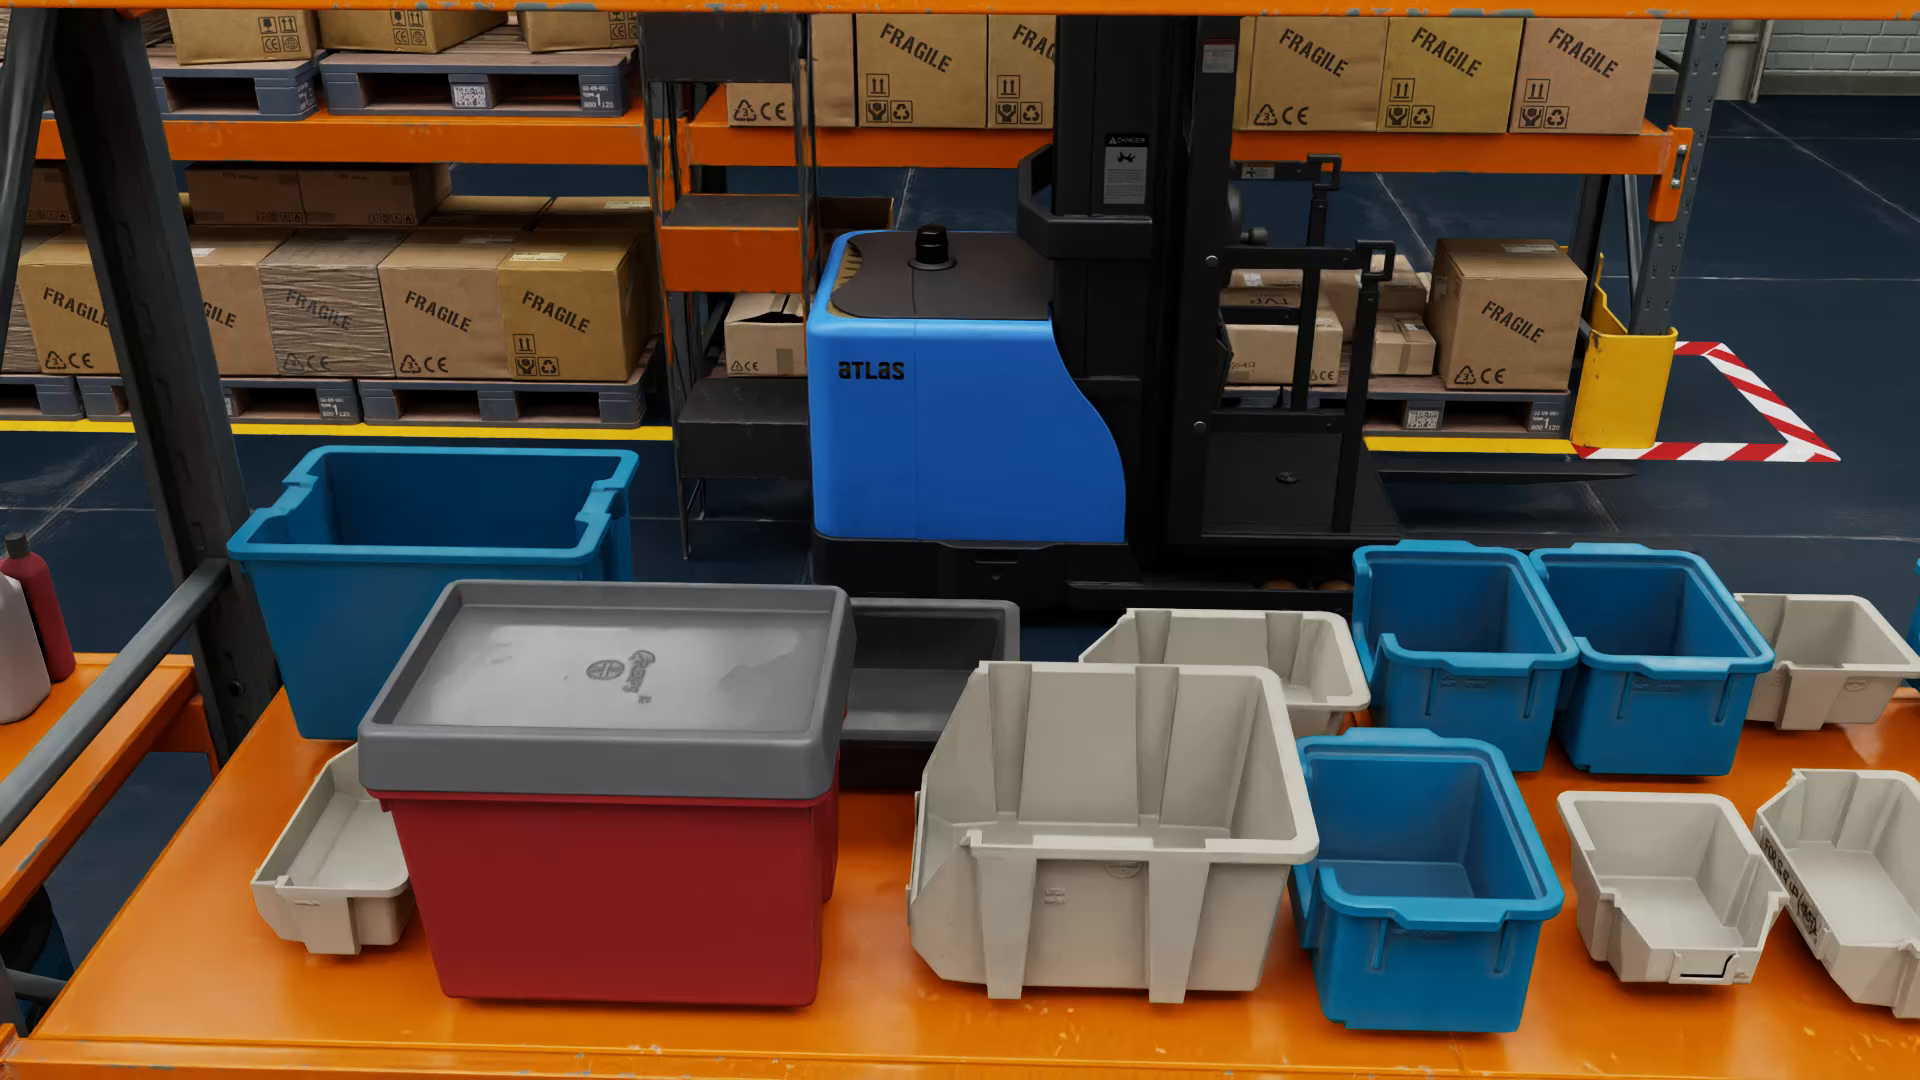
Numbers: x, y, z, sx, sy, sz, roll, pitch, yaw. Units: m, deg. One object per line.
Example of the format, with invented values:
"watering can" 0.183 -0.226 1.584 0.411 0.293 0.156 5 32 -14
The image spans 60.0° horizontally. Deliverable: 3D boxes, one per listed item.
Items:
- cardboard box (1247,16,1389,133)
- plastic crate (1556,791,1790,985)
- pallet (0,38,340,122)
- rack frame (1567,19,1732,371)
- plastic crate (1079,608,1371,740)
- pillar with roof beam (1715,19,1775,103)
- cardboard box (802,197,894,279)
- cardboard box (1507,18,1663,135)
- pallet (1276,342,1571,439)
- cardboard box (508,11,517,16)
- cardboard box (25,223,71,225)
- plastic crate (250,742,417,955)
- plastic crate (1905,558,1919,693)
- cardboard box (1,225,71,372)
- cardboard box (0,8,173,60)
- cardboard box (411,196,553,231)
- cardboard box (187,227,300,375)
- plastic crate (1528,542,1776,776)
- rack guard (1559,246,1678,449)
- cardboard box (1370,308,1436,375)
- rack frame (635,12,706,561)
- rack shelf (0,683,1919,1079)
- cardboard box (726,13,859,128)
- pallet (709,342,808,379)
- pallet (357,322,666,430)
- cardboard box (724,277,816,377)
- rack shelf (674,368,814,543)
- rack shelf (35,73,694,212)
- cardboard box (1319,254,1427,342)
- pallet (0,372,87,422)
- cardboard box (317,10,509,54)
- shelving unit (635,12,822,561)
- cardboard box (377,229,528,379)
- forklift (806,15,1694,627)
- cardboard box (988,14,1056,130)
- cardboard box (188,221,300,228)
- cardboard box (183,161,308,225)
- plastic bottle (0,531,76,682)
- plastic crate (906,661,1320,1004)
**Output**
"cardboard box" 1.377 -1.923 6.568 0.500 0.500 0.500 1 28 2
"plastic crate" 0.987 0.498 2.326 0.250 0.136 0.298 1 28 2
"pallet" -3.200 -1.998 7.022 1.213 0.211 1.003 1 28 2
"rack frame" 2.852 -1.981 6.784 0.127 3.000 1.000 1 28 2
"plastic crate" 0.426 0.250 2.794 0.466 0.136 0.293 1 28 2
"pillar with roof beam" 5.600 -5.295 6.632 0.400 9.000 9.100 1 28 2
"cardboard box" -0.567 -1.260 7.624 0.500 0.500 0.500 1 28 2
"cardboard box" 2.394 -1.905 6.534 0.500 0.500 0.500 2 28 3
"pallet" 1.979 -0.763 7.464 1.213 0.211 1.003 1 28 2
"cardboard box" -3.367 -3.577 11.641 0.750 0.750 0.750 1 28 2
"cardboard box" -4.201 -1.298 7.694 0.500 0.500 0.500 2 28 4
"plastic crate" -0.864 0.436 2.442 0.243 0.136 0.396 1 28 2
"plastic crate" 1.780 0.216 2.755 0.300 0.233 0.416 1 28 2
"cardboard box" -4.175 -1.056 7.238 0.500 0.500 0.500 0 28 0
"cardboard box" -3.603 -2.281 6.795 0.500 0.500 0.700 6 29 11
"cardboard box" -2.154 -1.263 7.628 0.500 0.500 0.500 1 28 3
"cardboard box" -3.152 -1.039 7.206 0.500 0.500 0.500 0 28 0
"plastic crate" 1.122 0.205 2.775 0.300 0.233 0.416 1 28 2
"rack guard" 2.776 -0.878 7.372 0.348 0.500 1.175 1 28 2
"cardboard box" 1.898 -0.866 7.236 0.250 0.166 0.380 1 28 2
"rack frame" -1.000 -0.944 5.789 0.015 2.100 0.400 1 28 2
"rack shelf" 0.674 0.622 2.641 4.000 0.370 1.077 1 28 2
"cardboard box" -0.646 -1.955 6.629 0.500 0.500 0.500 2 28 3
"pallet" -0.460 -0.803 7.540 1.213 0.211 1.003 1 28 2
"pallet" -1.960 -0.811 7.554 1.213 0.211 1.003 1 28 2
"cardboard box" -0.734 -0.945 7.232 0.500 0.311 0.500 1 28 2
"rack shelf" -0.756 -0.310 6.116 0.480 0.518 0.431 1 28 2
"rack shelf" -3.145 -1.762 7.140 4.000 0.370 1.077 1 28 2
"cardboard box" 1.818 -1.110 7.608 0.500 0.250 0.500 1 28 2
"pallet" -4.399 -0.851 7.630 1.213 0.211 1.003 1 28 2
"cardboard box" -2.301 -2.371 6.965 0.500 0.500 0.700 5 28 10
"shelving unit" -0.756 -0.940 5.782 0.503 2.100 0.431 1 28 2
"cardboard box" -2.143 -1.023 7.176 0.500 0.500 0.500 1 28 2
"forklift" 1.020 -1.242 5.464 3.031 2.935 1.130 1 28 2
"cardboard box" 0.365 -1.939 6.598 0.500 0.500 0.500 1 28 2
"cardboard box" -3.159 -1.283 7.667 0.500 0.500 0.500 0 28 0
"cardboard box" -3.122 -1.615 7.492 0.500 0.250 0.500 0 28 1
"plastic bottle" -1.676 0.117 2.951 0.133 0.283 0.061 1 28 2
"plastic crate" 0.195 0.409 2.339 0.530 0.282 0.437 1 28 2
